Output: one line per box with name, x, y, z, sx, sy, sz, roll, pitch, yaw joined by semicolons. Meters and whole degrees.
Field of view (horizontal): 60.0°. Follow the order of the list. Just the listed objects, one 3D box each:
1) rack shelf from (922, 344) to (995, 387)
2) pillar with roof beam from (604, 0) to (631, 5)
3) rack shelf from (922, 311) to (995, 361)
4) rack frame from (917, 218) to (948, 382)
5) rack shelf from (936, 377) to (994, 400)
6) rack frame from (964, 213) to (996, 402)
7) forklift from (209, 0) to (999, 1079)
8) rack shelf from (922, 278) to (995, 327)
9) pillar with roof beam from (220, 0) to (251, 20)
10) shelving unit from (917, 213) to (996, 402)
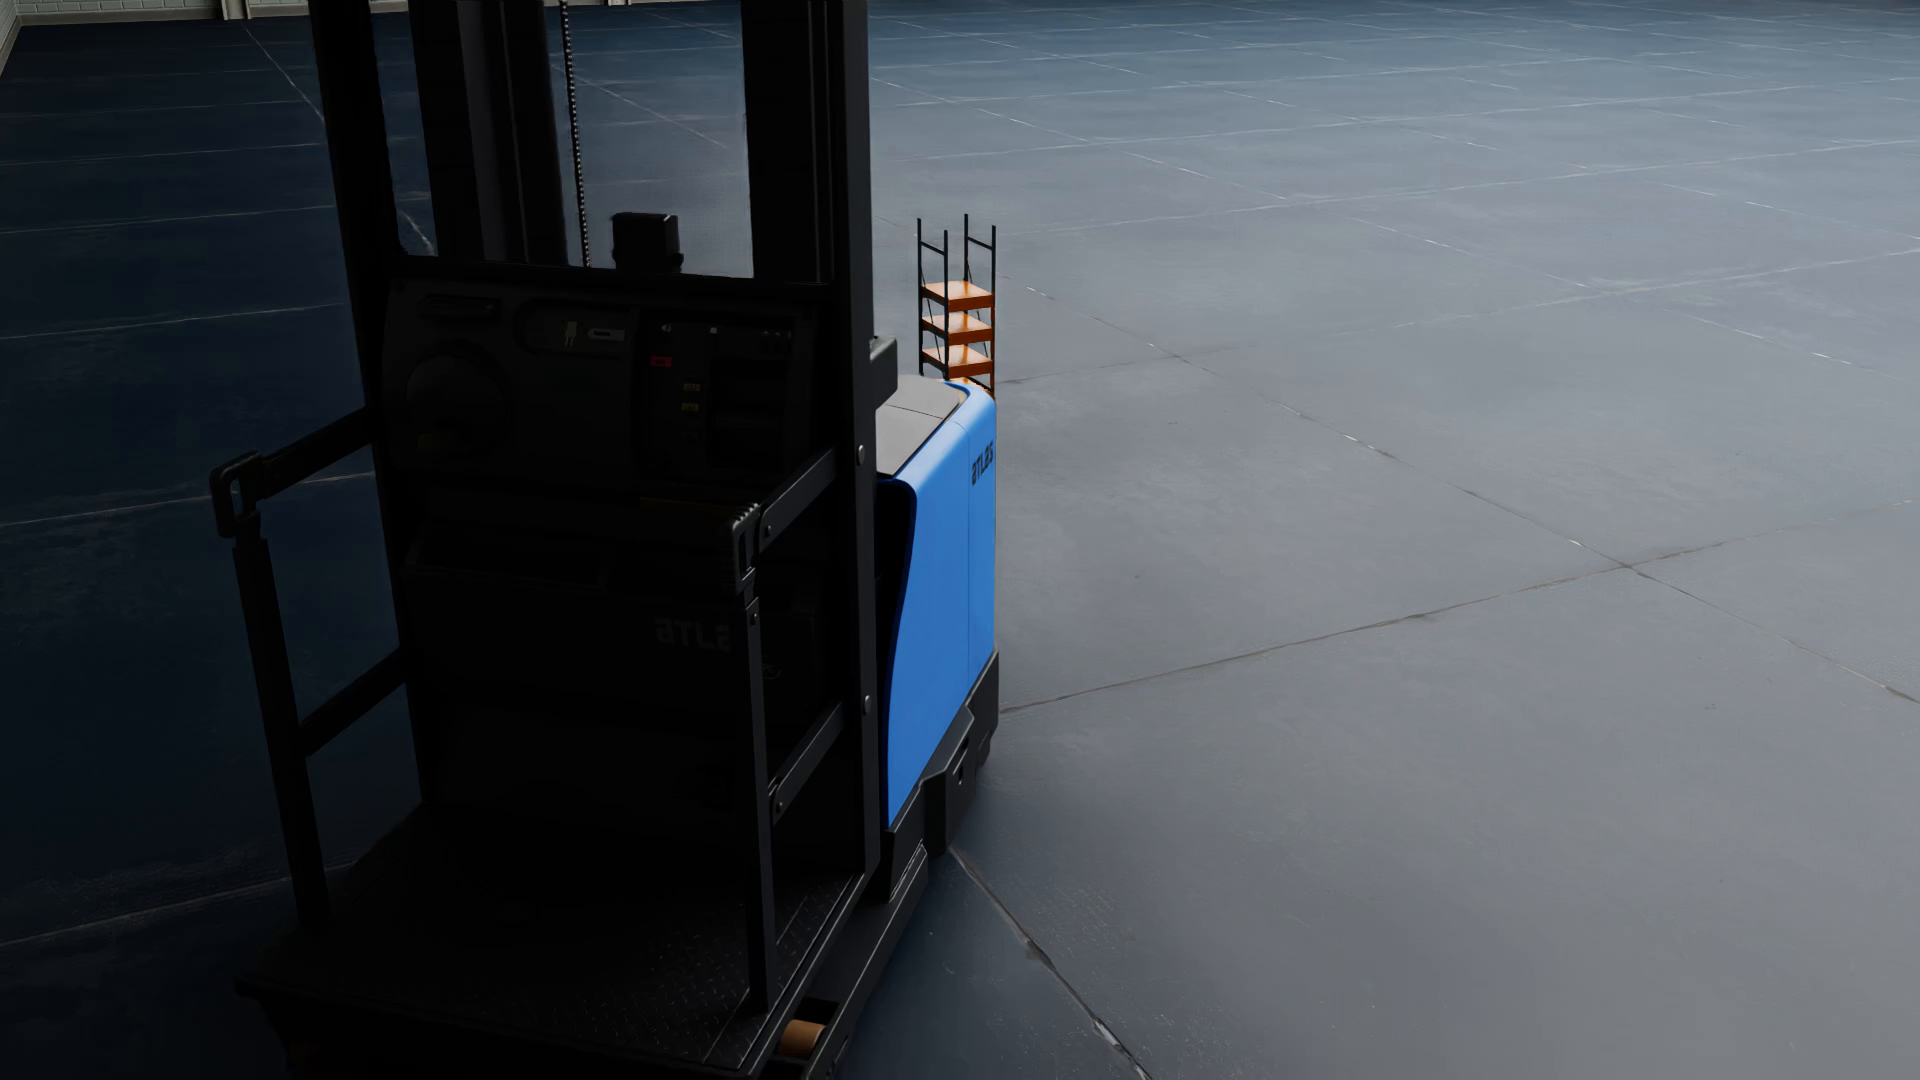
rack shelf;-0.013;-0.622;5.986;0.180;0.103;0.258;-10;25;-24
pillar with roof beam;-3.938;-11.755;22.882;0.400;9.000;9.100;-10;25;-24
rack shelf;-0.013;-0.733;5.940;0.180;0.103;0.258;-10;25;-24
rack frame;-0.095;-0.537;5.978;0.006;1.200;0.240;-10;25;-24
rack shelf;-0.013;-0.511;6.032;0.180;0.103;0.258;-10;25;-24
rack frame;0.069;-0.567;6.051;0.006;1.200;0.240;-10;25;-24
forklift;-0.778;-0.287;3.111;1.130;2.935;3.031;6;23;14
rack shelf;-0.013;-0.844;5.894;0.180;0.103;0.258;-10;25;-24
pillar with roof beam;-9.344;-10.760;20.478;0.400;9.000;9.100;-10;25;-24
shelving unit;-0.013;-0.552;6.015;0.189;1.200;0.258;-10;25;-24
